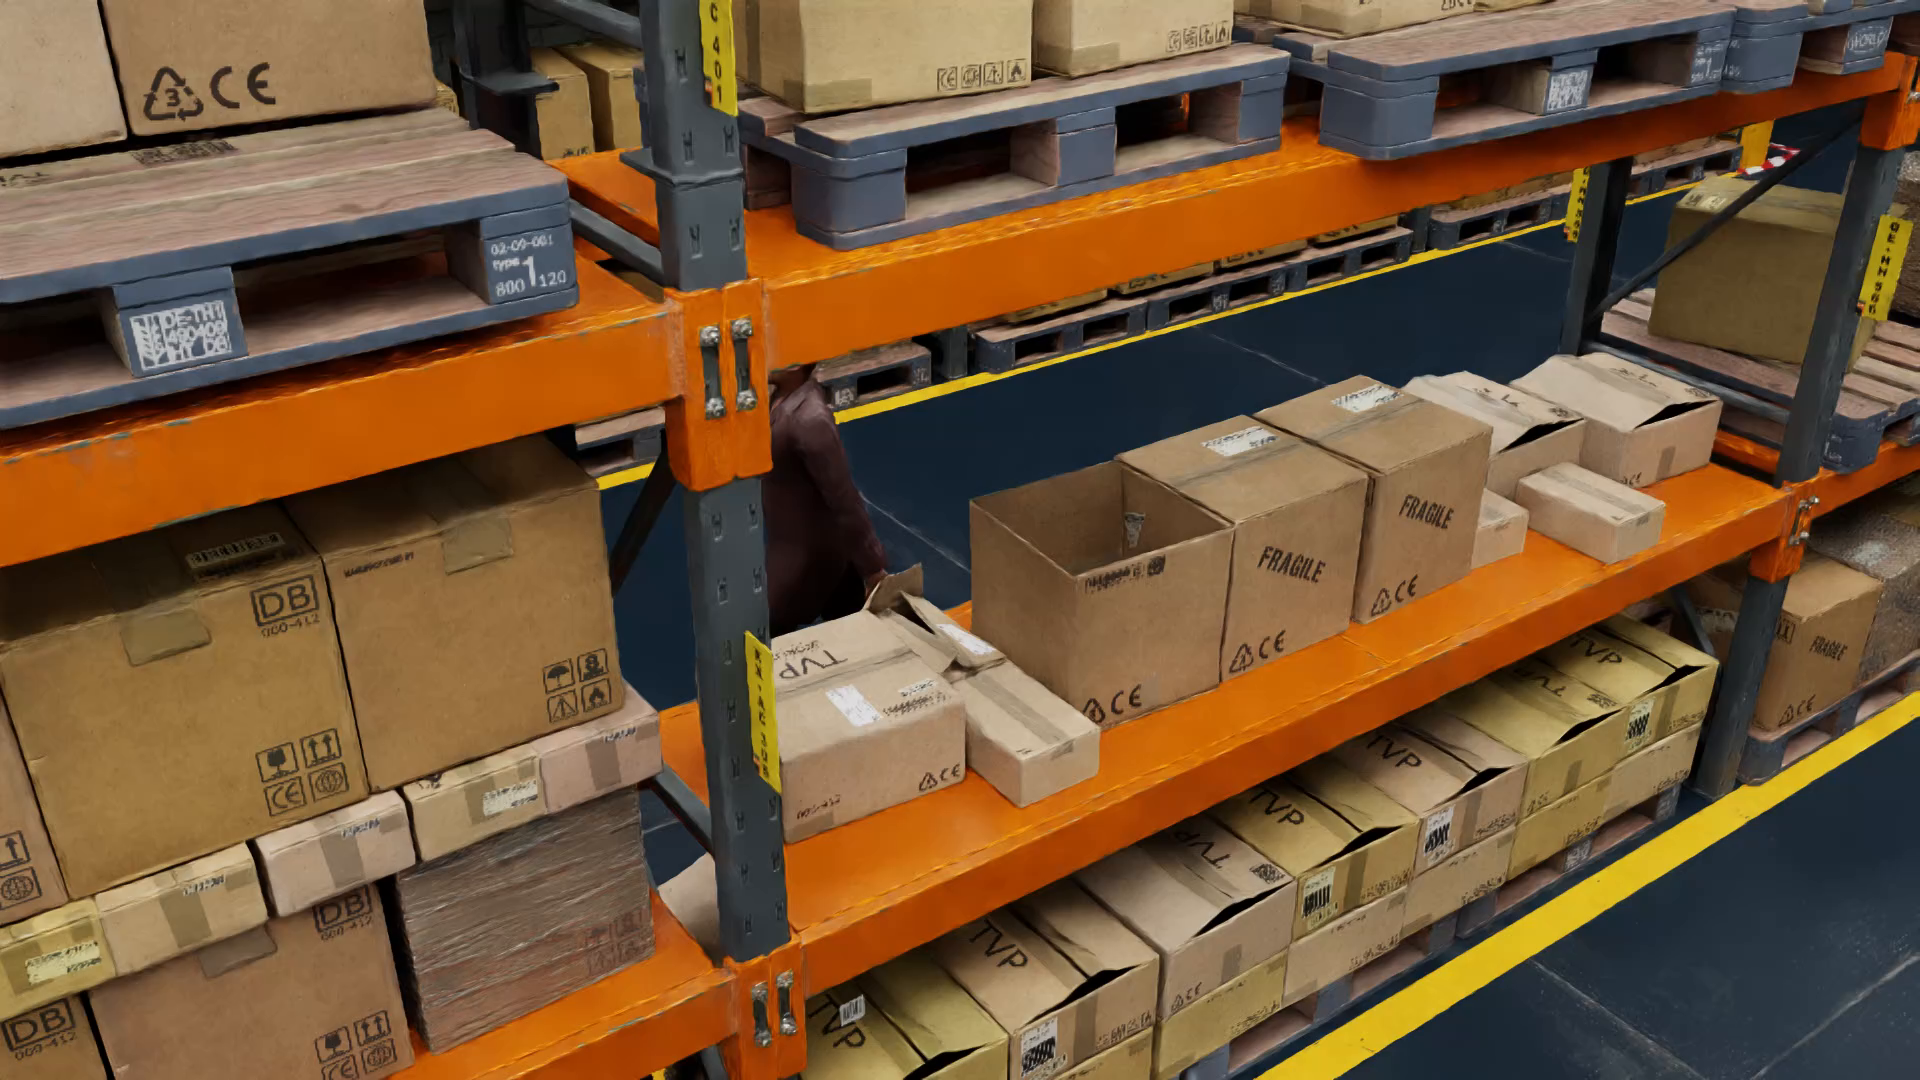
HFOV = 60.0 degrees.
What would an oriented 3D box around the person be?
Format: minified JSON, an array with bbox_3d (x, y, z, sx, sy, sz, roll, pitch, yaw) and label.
[{"bbox_3d":[-0.584,0.030,6.097,1.131,1.725,0.657,-2,28,-4],"label":"person"}]
